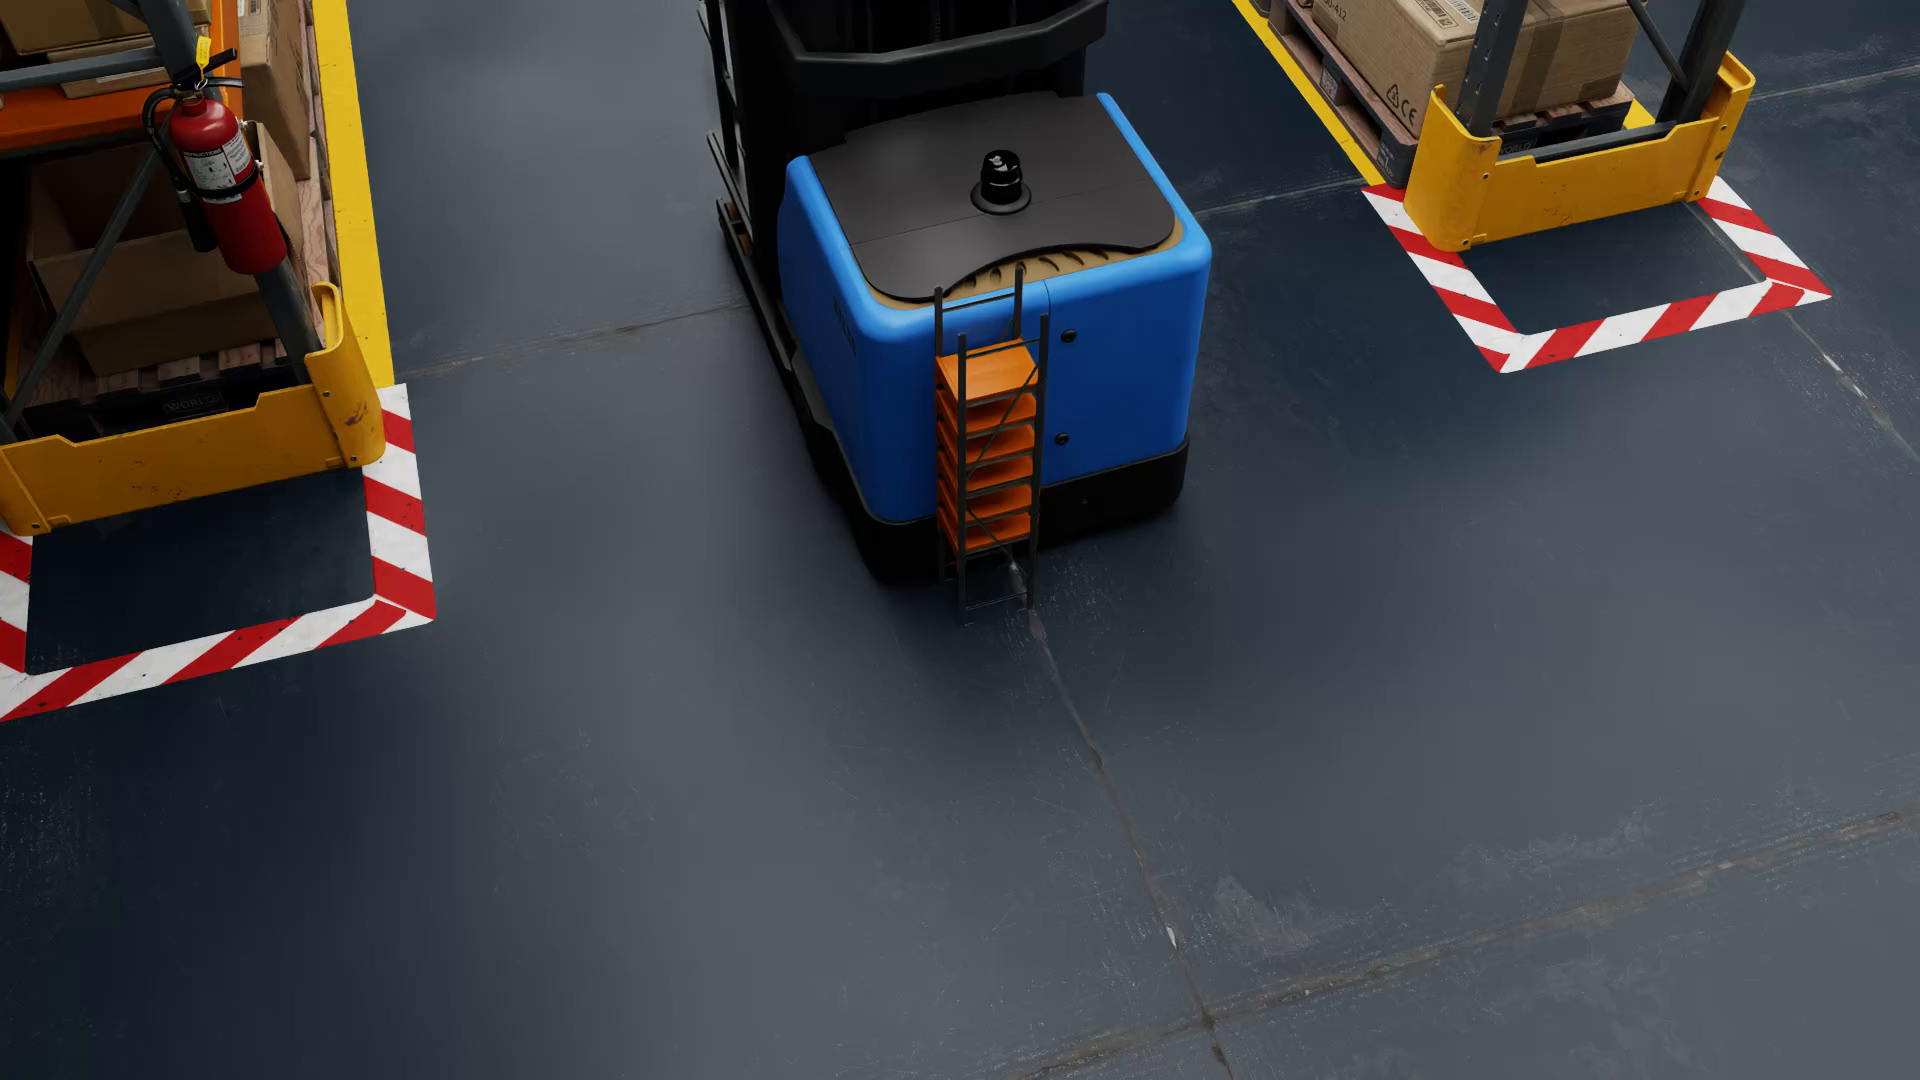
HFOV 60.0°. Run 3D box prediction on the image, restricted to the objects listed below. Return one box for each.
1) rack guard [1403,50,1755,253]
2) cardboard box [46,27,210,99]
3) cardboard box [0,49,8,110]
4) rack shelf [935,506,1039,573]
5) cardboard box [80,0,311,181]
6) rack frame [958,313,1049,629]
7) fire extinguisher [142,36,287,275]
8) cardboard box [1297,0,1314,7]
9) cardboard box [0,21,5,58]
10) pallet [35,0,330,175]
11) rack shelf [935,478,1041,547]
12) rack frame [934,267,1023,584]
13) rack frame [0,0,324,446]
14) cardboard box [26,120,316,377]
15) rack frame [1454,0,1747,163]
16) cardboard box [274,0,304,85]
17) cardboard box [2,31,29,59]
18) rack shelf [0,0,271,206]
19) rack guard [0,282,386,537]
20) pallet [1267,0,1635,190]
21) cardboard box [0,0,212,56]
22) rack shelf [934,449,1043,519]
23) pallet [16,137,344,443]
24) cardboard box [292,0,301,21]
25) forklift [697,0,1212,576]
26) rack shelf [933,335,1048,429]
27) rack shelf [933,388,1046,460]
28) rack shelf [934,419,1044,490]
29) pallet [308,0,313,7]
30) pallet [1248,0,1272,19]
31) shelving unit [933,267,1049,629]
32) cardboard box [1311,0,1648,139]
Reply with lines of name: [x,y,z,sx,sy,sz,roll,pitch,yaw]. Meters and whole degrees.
rack guard: [2.276,-1.468,6.161,1.175,0.500,0.348,-13,51,-11]
cardboard box: [-2.307,-1.388,4.622,0.380,0.149,0.250,-14,51,-11]
cardboard box: [-2.826,-1.267,4.520,0.380,0.149,0.250,-14,51,-11]
rack shelf: [0.079,-0.032,4.865,0.258,0.103,0.180,-15,51,-12]
cardboard box: [-2.778,-1.597,5.995,0.700,0.500,0.500,-11,51,-9]
rack frame: [0.109,-0.150,4.591,0.240,1.200,0.006,-15,51,-12]
fire extinguisher: [-1.987,-1.018,4.441,0.296,0.674,0.183,-13,51,-11]
cardboard box: [1.700,-2.727,6.988,0.875,0.438,0.875,-12,51,-10]
cardboard box: [-2.861,-1.490,4.448,0.500,0.250,0.500,-12,51,-10]
pallet: [-3.088,-1.794,6.625,1.003,0.211,1.213,-13,51,-11]
rack shelf: [0.079,-0.110,4.773,0.258,0.103,0.180,-15,51,-12]
rack frame: [0.048,-0.282,4.703,0.240,1.200,0.006,-15,51,-12]
rack frame: [-2.472,-1.166,4.271,1.000,3.000,0.127,-13,51,-11]
cardboard box: [-2.562,-0.965,5.460,0.797,0.503,0.637,-15,52,-12]
rack frame: [2.269,-2.291,5.220,1.000,3.000,0.127,-13,51,-11]
cardboard box: [-2.838,-2.006,6.339,0.500,0.500,0.500,-12,51,-10]
cardboard box: [-2.842,-1.466,4.688,0.380,0.149,0.250,-12,51,-10]
rack shelf: [-3.063,-2.395,5.778,1.077,0.370,4.000,-13,51,-11]
rack guard: [-2.494,-0.416,5.274,1.175,0.500,0.348,-13,51,-11]
pallet: [1.958,-1.959,6.763,1.003,0.211,1.213,-13,51,-11]
cardboard box: [-2.348,-1.606,4.546,0.500,0.250,0.500,-13,51,-11]
rack shelf: [0.079,-0.187,4.681,0.258,0.103,0.180,-15,51,-12]
pallet: [-2.731,-0.905,5.875,1.003,0.211,1.213,-13,51,-11]
cardboard box: [-3.085,-2.355,6.634,0.700,0.500,0.500,-15,52,-12]
forklift: [-0.254,-1.991,5.011,1.130,2.935,3.031,-15,51,-12]
rack shelf: [0.079,-0.419,4.406,0.258,0.103,0.180,-15,51,-12]
rack shelf: [0.079,-0.342,4.498,0.258,0.103,0.180,-15,51,-12]
rack shelf: [0.079,-0.265,4.589,0.258,0.103,0.180,-15,51,-12]
pallet: [-3.452,-2.687,7.377,1.003,0.211,1.213,-13,51,-11]
pallet: [1.601,-2.848,7.513,1.003,0.211,1.213,-13,51,-11]
shelving unit: [0.079,-0.216,4.647,0.258,1.200,0.189,-15,51,-12]
cardboard box: [1.978,-2.060,6.426,0.875,0.438,0.875,-15,51,-12]
